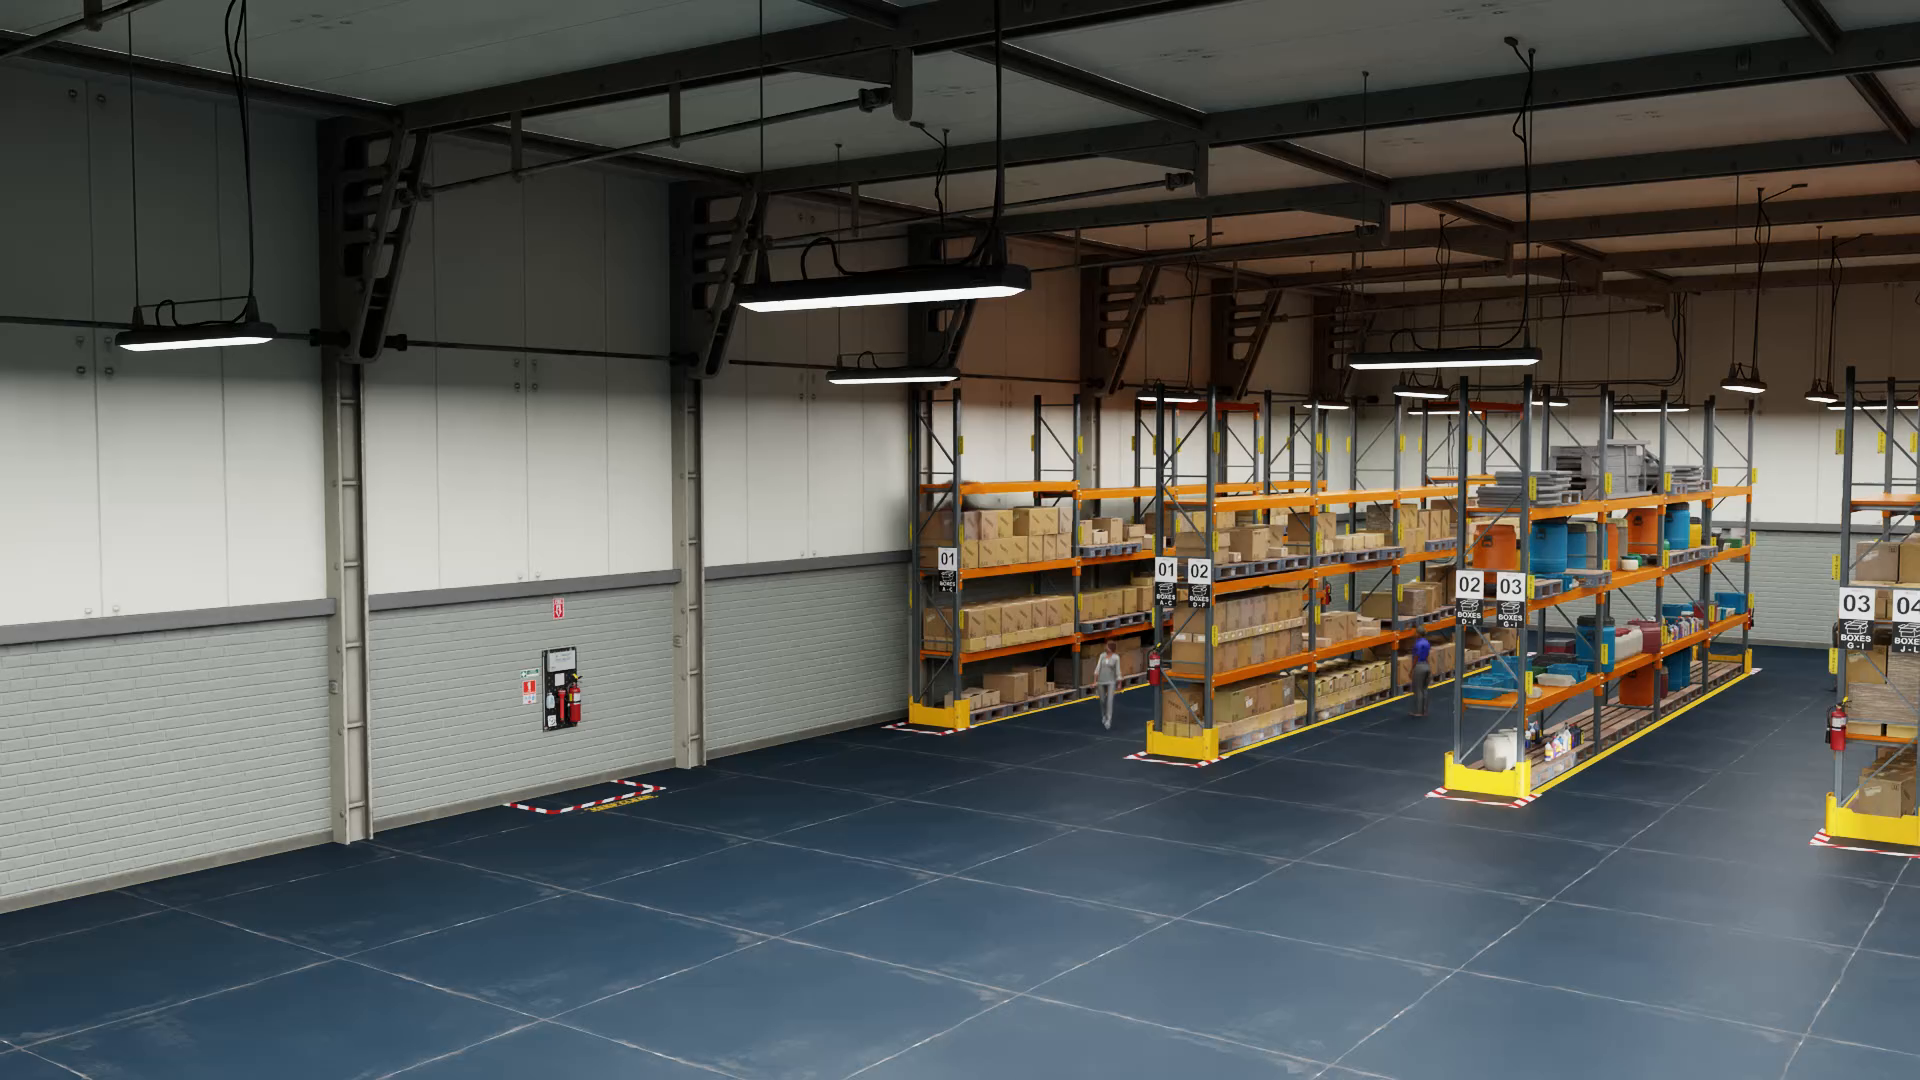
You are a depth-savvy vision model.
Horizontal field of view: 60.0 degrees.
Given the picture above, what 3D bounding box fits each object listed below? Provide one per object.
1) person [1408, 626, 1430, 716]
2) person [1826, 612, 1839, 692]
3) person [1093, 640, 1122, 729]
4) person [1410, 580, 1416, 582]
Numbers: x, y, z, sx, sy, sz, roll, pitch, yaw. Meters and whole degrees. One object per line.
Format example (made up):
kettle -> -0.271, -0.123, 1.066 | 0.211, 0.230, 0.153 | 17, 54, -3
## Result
person -> 8.460, 2.420, 30.636 | 0.361, 1.670, 0.453 | 3, 4, 41
person -> 17.885, 2.214, 33.844 | 0.505, 1.721, 0.552 | 1, 3, 17
person -> 2.609, 2.551, 29.514 | 0.473, 1.533, 0.971 | 1, 3, 18
person -> 10.933, 1.844, 40.016 | 0.633, 1.782, 0.392 | -2, 4, -33
